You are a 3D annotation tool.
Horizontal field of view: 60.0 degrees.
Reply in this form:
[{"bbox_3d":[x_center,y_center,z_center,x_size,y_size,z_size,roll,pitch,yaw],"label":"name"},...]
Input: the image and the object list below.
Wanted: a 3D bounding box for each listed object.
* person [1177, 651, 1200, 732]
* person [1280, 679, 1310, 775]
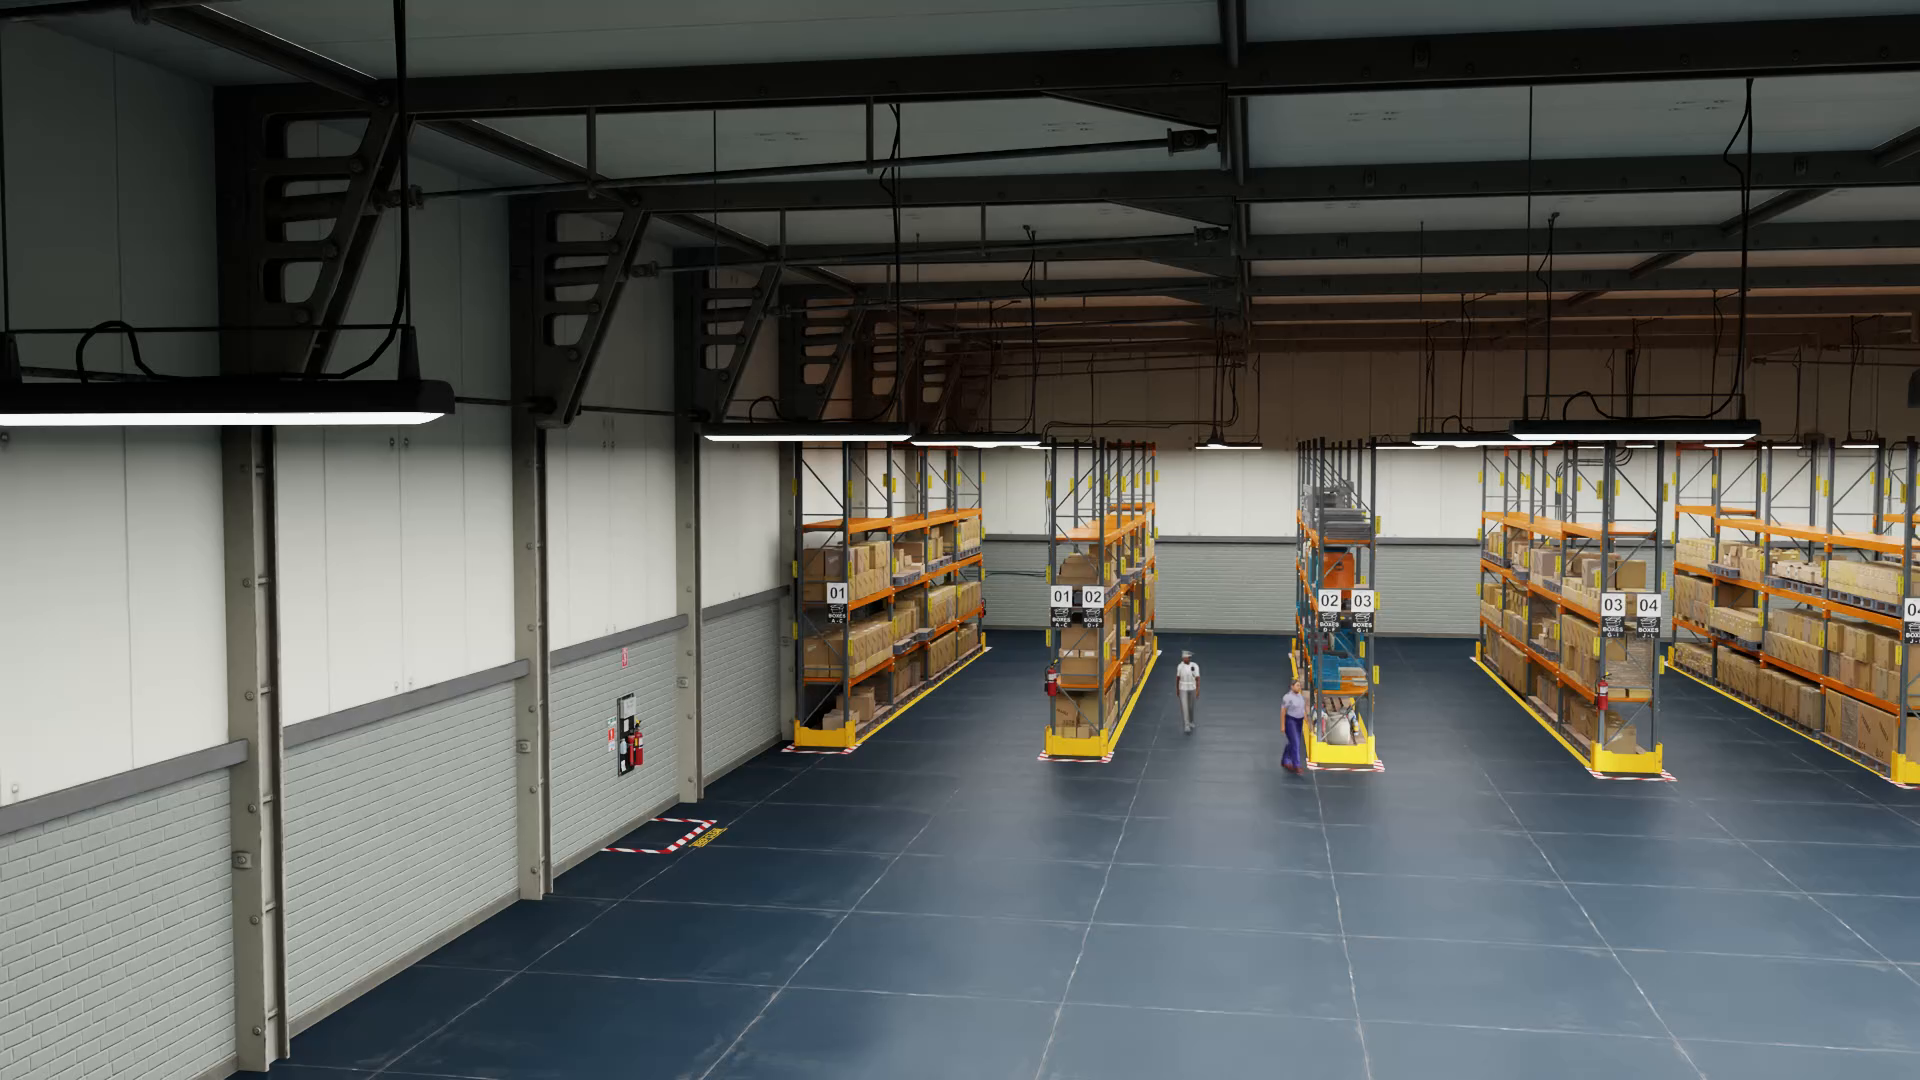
[{"bbox_3d":[4.684,3.081,34.079,0.474,1.631,0.962,0,3,5],"label":"person"},{"bbox_3d":[6.023,3.330,29.827,0.669,1.655,0.533,3,4,42],"label":"person"}]
